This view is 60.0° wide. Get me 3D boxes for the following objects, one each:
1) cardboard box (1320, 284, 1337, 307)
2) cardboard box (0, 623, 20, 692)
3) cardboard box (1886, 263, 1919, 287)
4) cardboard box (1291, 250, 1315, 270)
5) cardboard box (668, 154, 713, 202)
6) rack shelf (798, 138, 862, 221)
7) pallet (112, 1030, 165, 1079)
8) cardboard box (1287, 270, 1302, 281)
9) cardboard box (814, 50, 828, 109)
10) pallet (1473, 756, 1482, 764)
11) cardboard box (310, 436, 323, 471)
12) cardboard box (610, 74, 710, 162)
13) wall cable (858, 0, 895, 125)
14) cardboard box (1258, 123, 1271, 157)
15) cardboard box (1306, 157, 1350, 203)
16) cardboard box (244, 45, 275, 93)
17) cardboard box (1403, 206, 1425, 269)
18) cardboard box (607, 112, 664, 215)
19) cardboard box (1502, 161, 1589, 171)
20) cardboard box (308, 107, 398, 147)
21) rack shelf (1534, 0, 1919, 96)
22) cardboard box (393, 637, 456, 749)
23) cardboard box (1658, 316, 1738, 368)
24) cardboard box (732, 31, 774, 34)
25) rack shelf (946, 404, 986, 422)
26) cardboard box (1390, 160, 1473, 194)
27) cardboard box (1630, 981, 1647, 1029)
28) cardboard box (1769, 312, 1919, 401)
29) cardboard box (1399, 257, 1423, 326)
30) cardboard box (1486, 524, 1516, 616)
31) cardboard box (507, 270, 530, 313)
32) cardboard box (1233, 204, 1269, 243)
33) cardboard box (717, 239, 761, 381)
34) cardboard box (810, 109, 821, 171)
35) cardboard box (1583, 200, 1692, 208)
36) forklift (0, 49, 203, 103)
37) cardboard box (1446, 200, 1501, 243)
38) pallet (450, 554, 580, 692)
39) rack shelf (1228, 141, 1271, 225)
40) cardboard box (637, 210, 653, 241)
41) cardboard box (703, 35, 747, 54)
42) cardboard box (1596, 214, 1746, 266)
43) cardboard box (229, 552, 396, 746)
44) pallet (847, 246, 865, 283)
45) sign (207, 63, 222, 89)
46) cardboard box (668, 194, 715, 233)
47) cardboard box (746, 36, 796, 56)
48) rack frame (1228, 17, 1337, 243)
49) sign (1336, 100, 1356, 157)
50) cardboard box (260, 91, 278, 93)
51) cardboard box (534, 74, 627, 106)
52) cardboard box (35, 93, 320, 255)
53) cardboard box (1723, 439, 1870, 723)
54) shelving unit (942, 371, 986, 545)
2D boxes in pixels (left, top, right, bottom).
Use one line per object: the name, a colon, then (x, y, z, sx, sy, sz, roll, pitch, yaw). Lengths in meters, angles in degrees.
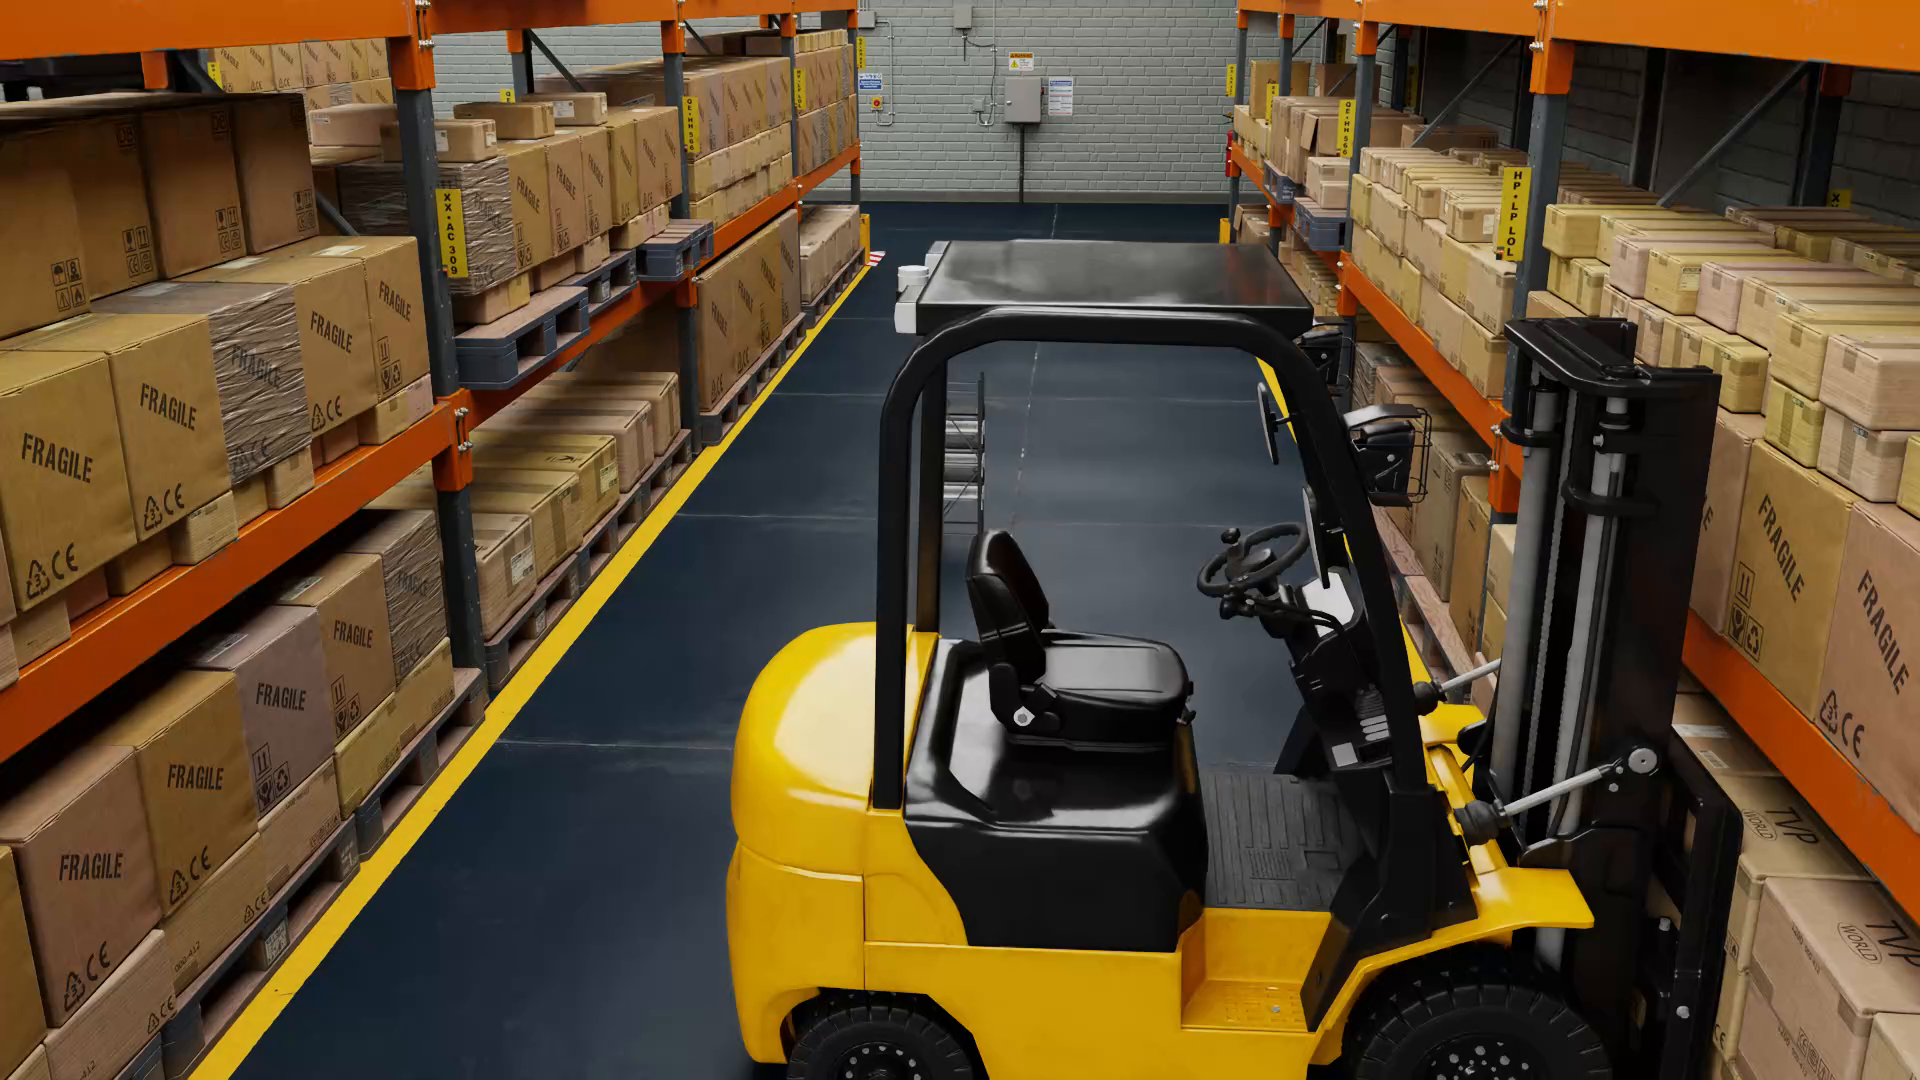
cardboard box: (2.711, -1.680, 11.530, 0.380, 0.149, 0.250, 1, 18, 3)
cardboard box: (-2.331, 0.281, 3.653, 0.380, 0.149, 0.250, 2, 18, 5)
cardboard box: (2.663, -0.628, 4.341, 0.380, 0.149, 0.250, 1, 18, 3)
cardboard box: (2.848, -2.245, 13.255, 0.380, 0.149, 0.250, 1, 18, 2)
cardboard box: (-1.873, -2.304, 10.574, 0.500, 0.250, 0.500, 1, 18, 4)
rack shelf: (-1.726, -3.507, 15.964, 1.077, 0.370, 4.000, 1, 18, 4)
pallet: (-2.630, 1.549, 3.856, 1.003, 0.211, 1.213, 1, 18, 4)
cardboard box: (2.795, -1.819, 12.997, 0.500, 0.500, 0.500, 1, 18, 3)
cardboard box: (-1.503, -4.209, 15.183, 0.500, 0.500, 0.500, 2, 18, 5)
pallet: (2.410, 0.938, 5.722, 1.003, 0.211, 1.213, 1, 18, 4)
cardboard box: (-2.301, -0.283, 5.374, 0.380, 0.149, 0.250, 1, 18, 3)
cardboard box: (-1.877, -2.656, 10.445, 0.500, 0.500, 0.500, 1, 18, 2)
wall cable: (-1.201, -6.720, 22.931, 0.585, 1.953, 0.123, 1, 18, 4)
cardboard box: (2.896, -3.508, 14.574, 0.500, 0.250, 0.500, 1, 18, 4)
cardboard box: (2.548, -2.339, 10.810, 0.500, 0.250, 0.500, 0, 18, 1)
cardboard box: (-6.516, -4.267, 14.884, 0.500, 0.500, 0.500, 1, 18, 2)
cardboard box: (2.416, -1.433, 7.917, 0.500, 0.250, 0.500, 2, 18, 5)
cardboard box: (-1.937, -2.066, 9.097, 0.500, 0.500, 0.500, 1, 18, 3)
cardboard box: (3.039, -1.885, 8.657, 0.380, 0.149, 0.250, 1, 18, 3)
cardboard box: (-2.598, -1.803, 7.252, 0.380, 0.149, 0.250, 1, 18, 2)
rack shelf: (2.365, -1.096, 3.788, 1.077, 0.370, 4.000, 1, 18, 4)
cardboard box: (-2.217, 0.554, 6.158, 0.500, 0.250, 0.500, 2, 18, 6)
cardboard box: (2.103, -0.499, 4.427, 0.380, 0.149, 0.250, 1, 18, 2)
cardboard box: (-1.992, -4.794, 15.929, 0.380, 0.149, 0.250, 1, 18, 4)
rack shelf: (0.001, -0.655, 8.717, 0.258, 0.077, 0.200, 1, 18, 4)
cardboard box: (2.462, -1.894, 8.685, 0.380, 0.149, 0.250, 1, 18, 5)
cardboard box: (2.045, 1.092, 4.515, 0.500, 0.250, 0.500, 2, 18, 6)
cardboard box: (2.029, -0.403, 3.655, 0.380, 0.149, 0.250, 2, 18, 5)
cardboard box: (2.410, -1.195, 7.993, 0.500, 0.250, 0.500, 2, 18, 6)
cardboard box: (2.161, 0.142, 5.809, 0.500, 0.250, 0.500, 1, 18, 3)
cardboard box: (-2.061, -1.065, 7.086, 0.380, 0.149, 0.250, 2, 18, 5)
cardboard box: (3.230, -3.186, 17.163, 0.797, 0.503, 0.637, 1, 18, 2)
cardboard box: (-1.955, -1.665, 11.925, 0.875, 0.875, 0.875, 2, 18, 5)
cardboard box: (-1.534, -3.571, 14.844, 0.500, 0.500, 0.500, 1, 18, 4)
cardboard box: (2.836, -1.333, 6.972, 0.380, 0.149, 0.250, 1, 18, 3)
forklift: (-5.004, -1.693, 9.382, 1.130, 2.935, 3.031, 6, 19, 18)
cardboard box: (2.269, -1.340, 6.994, 0.380, 0.149, 0.250, 1, 18, 2)
pallet: (-2.388, 0.340, 7.546, 1.003, 0.211, 1.213, 1, 18, 4)
rack shelf: (3.225, -3.397, 15.629, 1.077, 0.370, 4.000, 1, 18, 4)
cardboard box: (-1.891, -1.716, 9.073, 0.380, 0.149, 0.250, 0, 18, 1)
cardboard box: (-2.037, -4.241, 14.240, 0.380, 0.149, 0.250, 2, 18, 5)
cardboard box: (2.279, -0.955, 5.339, 0.380, 0.149, 0.250, 2, 18, 5)
cardboard box: (-2.252, 0.355, 5.558, 0.500, 0.500, 0.500, 2, 18, 5)
pallet: (-1.562, -2.895, 17.419, 1.003, 0.211, 1.213, 1, 18, 4)
sign: (-6.260, -3.846, 13.983, 0.100, 0.325, 0.005, 1, 18, 4)
cardboard box: (-1.870, -2.061, 10.635, 0.500, 0.250, 0.500, 1, 18, 3)
cardboard box: (-1.588, -4.151, 13.966, 0.380, 0.149, 0.250, 1, 18, 3)
rack frame: (3.369, -4.360, 17.413, 1.000, 3.000, 0.127, 1, 18, 4)
sign: (2.253, -2.398, 9.690, 0.100, 0.325, 0.005, 1, 18, 4)
cardboard box: (-6.499, -3.798, 15.058, 0.500, 0.500, 0.500, 1, 18, 4)
cardboard box: (-2.380, -2.675, 10.502, 0.500, 0.500, 0.500, 1, 18, 2)
cardboard box: (-2.690, -1.275, 5.754, 0.700, 0.500, 0.500, 1, 18, 3)
cardboard box: (2.078, 0.083, 3.693, 0.500, 0.500, 0.500, 1, 18, 3)
shelving unit: (0.001, -0.430, 8.791, 0.258, 0.900, 0.210, 1, 18, 4)
